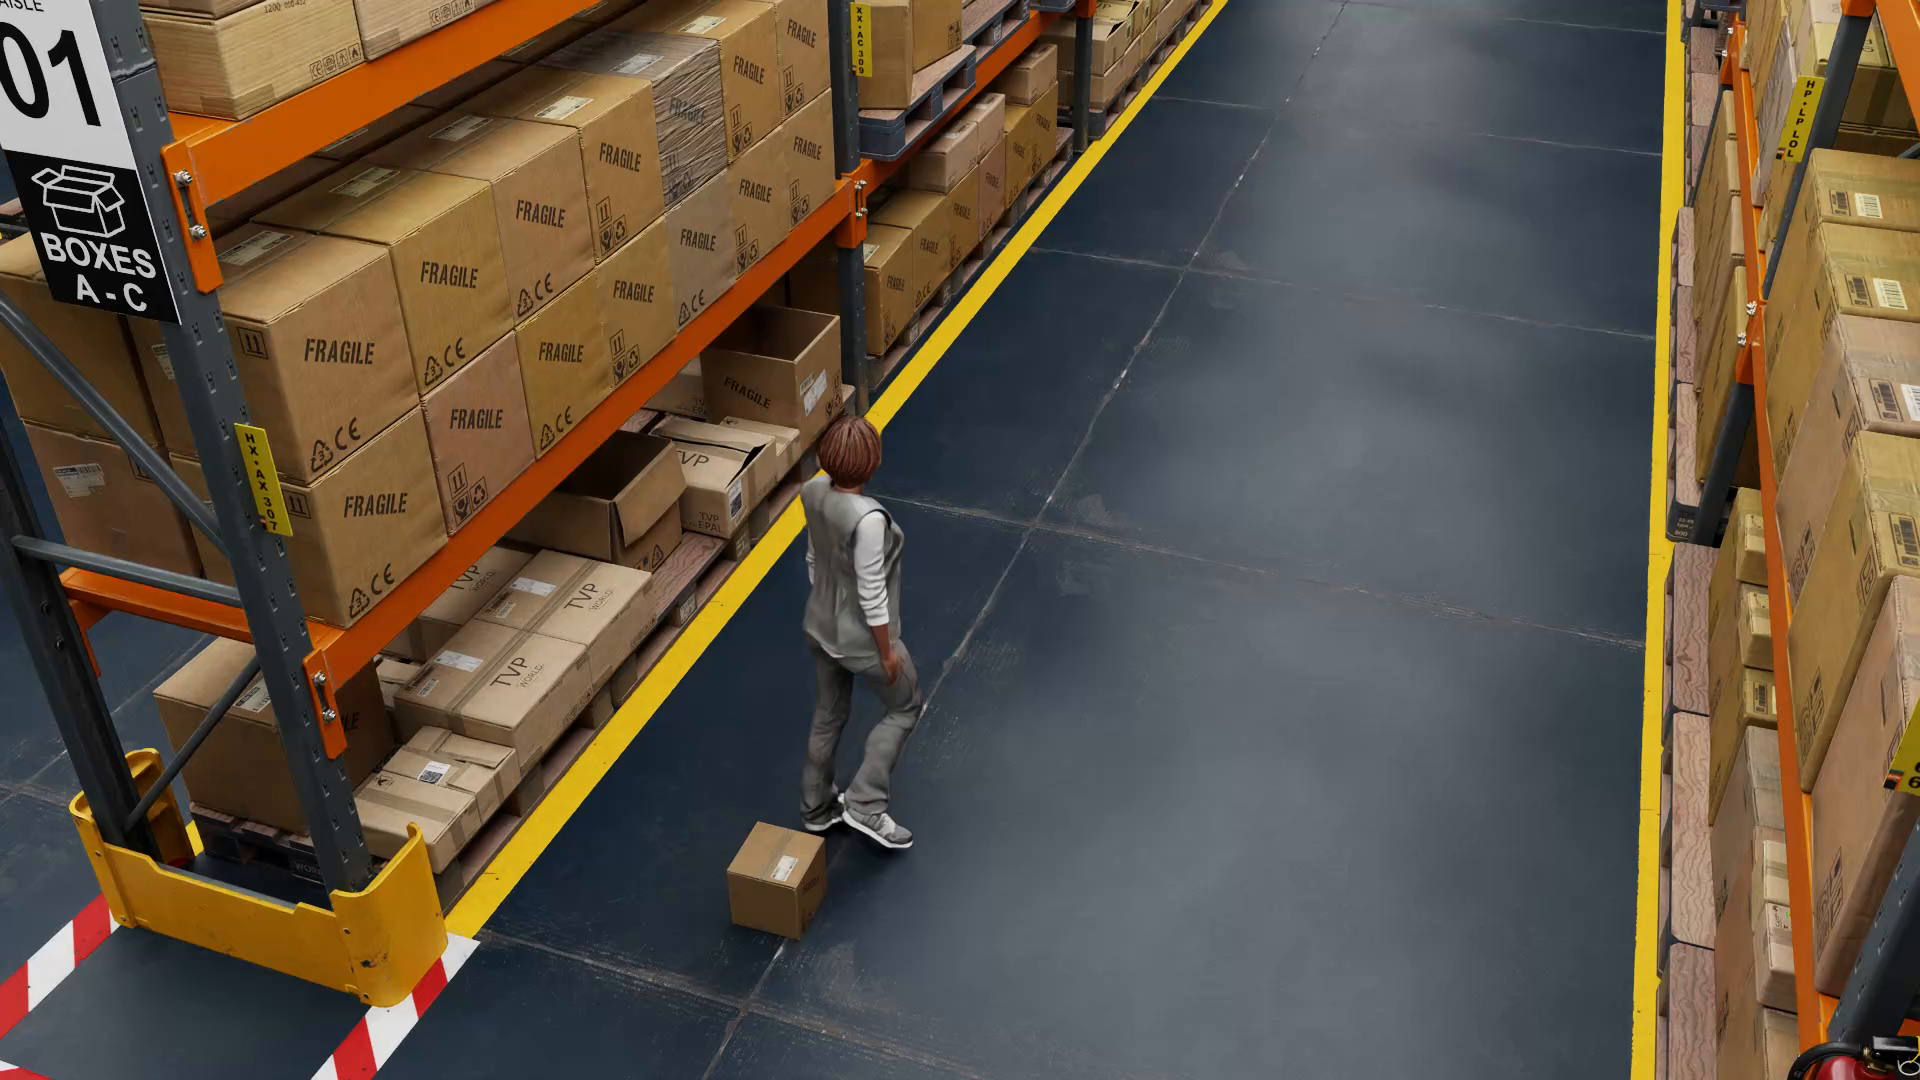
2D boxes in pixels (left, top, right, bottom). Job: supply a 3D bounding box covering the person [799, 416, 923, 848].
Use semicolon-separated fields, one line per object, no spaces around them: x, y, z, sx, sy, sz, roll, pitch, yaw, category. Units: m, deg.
-0.373;0.339;5.604;0.440;1.583;0.522;-26;42;-33;person
